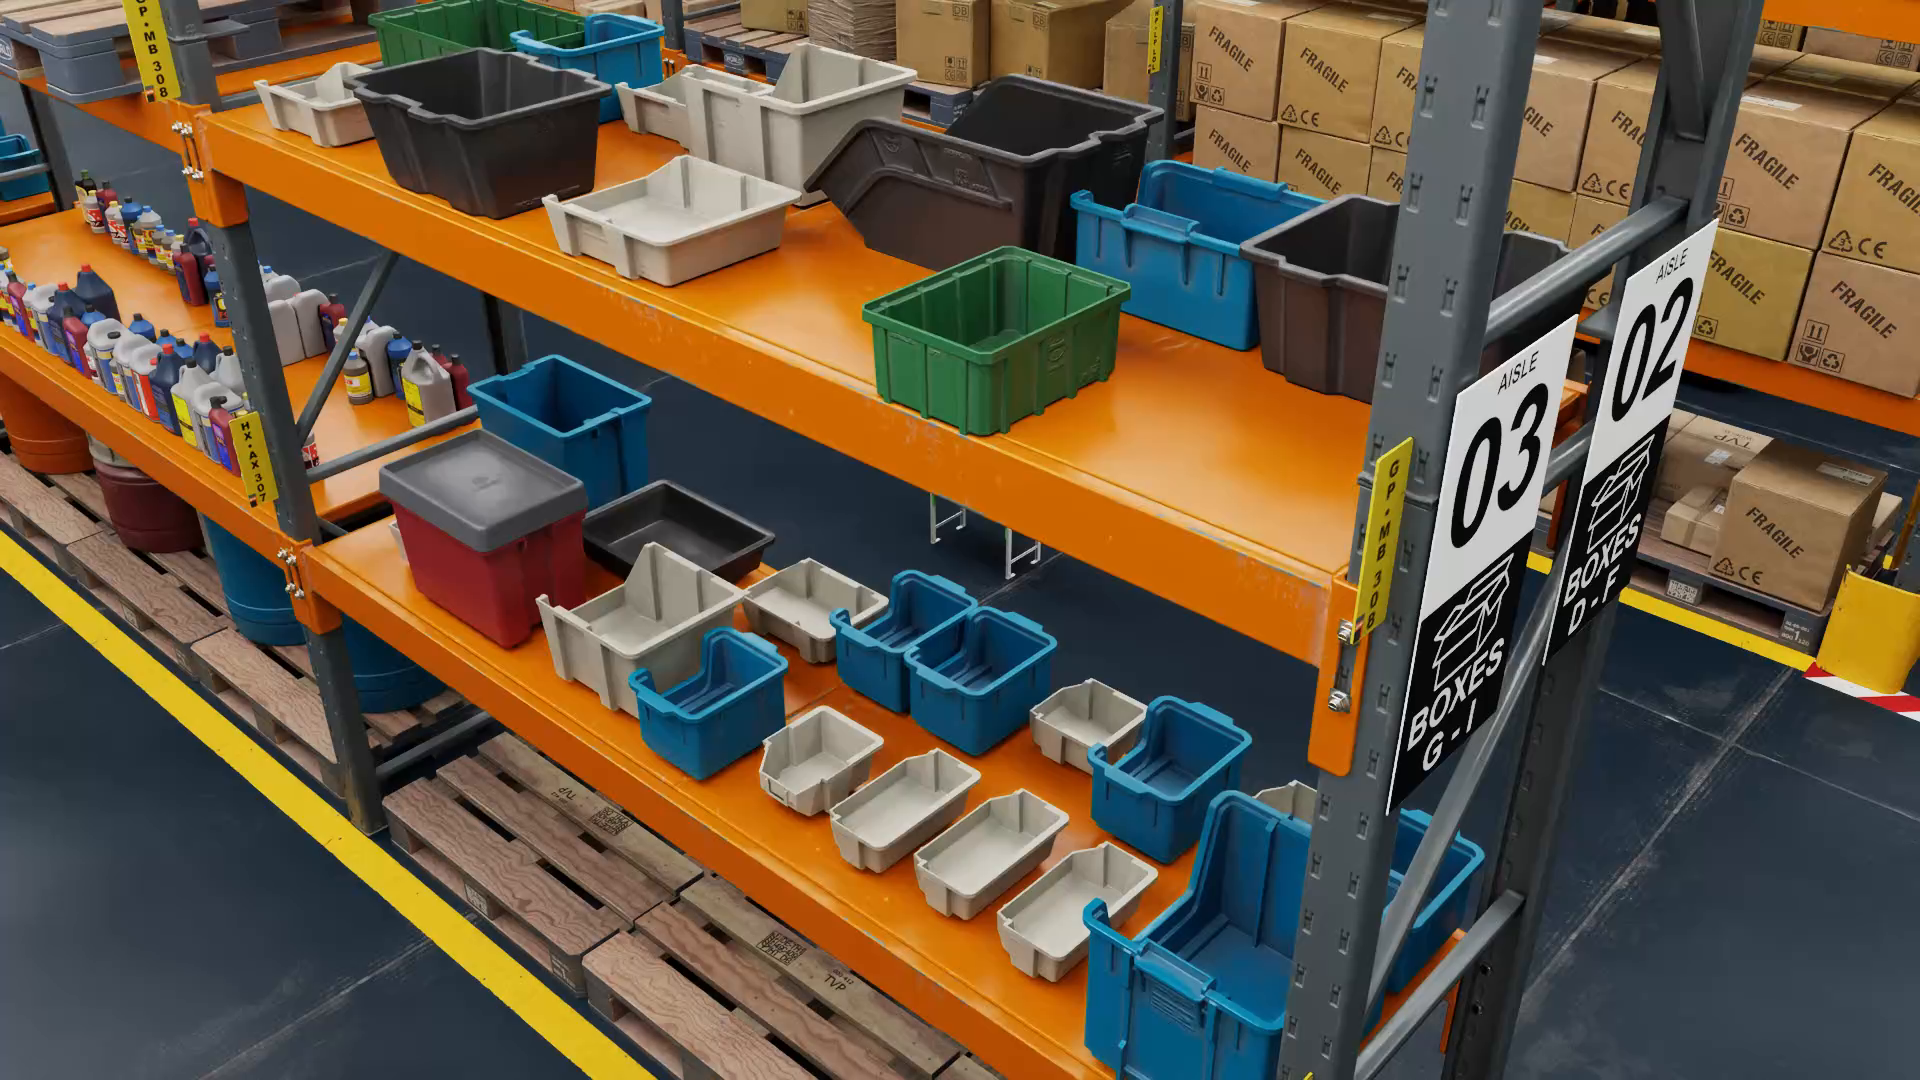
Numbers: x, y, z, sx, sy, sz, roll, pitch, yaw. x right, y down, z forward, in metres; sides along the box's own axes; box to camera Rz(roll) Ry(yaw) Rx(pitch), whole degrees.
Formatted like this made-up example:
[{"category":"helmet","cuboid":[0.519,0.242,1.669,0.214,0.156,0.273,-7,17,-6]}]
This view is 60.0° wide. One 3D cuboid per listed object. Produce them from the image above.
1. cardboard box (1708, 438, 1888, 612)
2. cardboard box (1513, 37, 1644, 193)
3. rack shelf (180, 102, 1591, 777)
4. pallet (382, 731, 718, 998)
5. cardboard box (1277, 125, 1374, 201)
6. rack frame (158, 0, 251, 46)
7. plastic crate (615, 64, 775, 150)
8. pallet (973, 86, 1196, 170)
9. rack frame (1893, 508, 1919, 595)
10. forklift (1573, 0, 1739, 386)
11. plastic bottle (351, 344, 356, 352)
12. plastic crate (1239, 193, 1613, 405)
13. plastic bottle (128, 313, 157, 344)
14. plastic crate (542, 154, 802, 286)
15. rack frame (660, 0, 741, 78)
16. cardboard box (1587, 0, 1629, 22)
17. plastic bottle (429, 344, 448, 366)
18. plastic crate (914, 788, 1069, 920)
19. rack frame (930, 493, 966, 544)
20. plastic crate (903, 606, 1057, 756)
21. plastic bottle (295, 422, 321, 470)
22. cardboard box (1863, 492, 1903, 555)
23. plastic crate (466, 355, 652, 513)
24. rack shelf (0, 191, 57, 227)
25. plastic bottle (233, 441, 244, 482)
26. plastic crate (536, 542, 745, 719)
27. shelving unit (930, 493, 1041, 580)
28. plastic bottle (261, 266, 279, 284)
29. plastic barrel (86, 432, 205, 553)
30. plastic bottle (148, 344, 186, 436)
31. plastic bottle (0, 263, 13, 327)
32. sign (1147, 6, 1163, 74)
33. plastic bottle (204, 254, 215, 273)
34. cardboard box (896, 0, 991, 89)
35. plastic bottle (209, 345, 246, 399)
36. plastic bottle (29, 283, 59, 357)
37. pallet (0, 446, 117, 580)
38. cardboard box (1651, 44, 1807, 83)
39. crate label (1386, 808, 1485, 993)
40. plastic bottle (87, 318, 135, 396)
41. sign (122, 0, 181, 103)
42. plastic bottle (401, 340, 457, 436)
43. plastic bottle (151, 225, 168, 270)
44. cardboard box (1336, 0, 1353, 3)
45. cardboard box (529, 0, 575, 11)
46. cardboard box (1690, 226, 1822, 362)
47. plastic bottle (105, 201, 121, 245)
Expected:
[{"category":"cardboard box","cuboid":[3.755,-0.075,7.464,0.500,0.500,0.500,25,39,35]},{"category":"cardboard box","cuboid":[2.666,-1.914,7.454,0.500,0.500,0.500,26,40,36]},{"category":"rack shelf","cuboid":[-0.486,-0.640,4.194,4.000,0.370,1.077,25,39,35]},{"category":"pallet","cuboid":[-1.397,1.079,6.253,1.213,0.211,1.003,25,39,35]},{"category":"cardboard box","cuboid":[1.935,-1.834,8.292,0.500,0.500,0.500,26,40,36]},{"category":"rack frame","cuboid":[-1.969,-2.925,4.384,0.127,3.000,1.000,25,39,35]},{"category":"plastic crate","cuboid":[-0.770,-1.233,4.737,0.466,0.136,0.293,25,39,35]},{"category":"pallet","cuboid":[0.839,-2.484,9.654,1.213,0.211,1.003,25,39,35]},{"category":"rack frame","cuboid":[4.324,-0.864,6.776,0.127,3.000,1.000,25,39,35]},{"category":"forklift","cuboid":[3.774,-2.795,10.051,3.031,2.935,1.130,26,40,36]},{"category":"plastic bottle","cuboid":[-2.467,-0.787,6.841,0.097,0.201,0.097,0,31,0]},{"category":"plastic crate","cuboid":[0.899,-0.440,3.290,0.590,0.269,0.497,25,39,35]},{"category":"plastic bottle","cuboid":[-3.324,-0.795,6.787,0.097,0.271,0.097,0,31,0]},{"category":"plastic crate","cuboid":[-0.701,-0.763,3.957,0.530,0.136,0.437,25,39,35]},{"category":"rack frame","cuboid":[-1.608,-3.632,11.375,0.127,3.000,1.000,25,39,35]},{"category":"cardboard box","cuboid":[5.071,-4.078,11.825,0.700,0.700,0.980,26,39,36]},{"category":"plastic bottle","cuboid":[-2.053,-0.641,6.520,0.133,0.283,0.061,25,39,35]},{"category":"plastic crate","cuboid":[0.066,0.798,4.214,0.243,0.136,0.396,25,39,35]},{"category":"rack frame","cuboid":[-0.058,-0.541,7.986,0.015,1.200,0.240,25,39,35]},{"category":"plastic crate","cuboid":[0.059,0.408,4.768,0.300,0.233,0.416,25,39,35]},{"category":"plastic bottle","cuboid":[-2.408,-0.337,6.094,0.097,0.201,0.097,0,31,0]},{"category":"cardboard box","cuboid":[4.244,-0.107,7.857,0.250,0.149,0.380,25,39,35]},{"category":"plastic crate","cuboid":[-1.394,-0.343,5.869,0.575,0.384,0.392,25,39,35]},{"category":"rack shelf","cuboid":[-6.417,-2.123,9.567,4.000,0.370,1.077,25,39,35]},{"category":"plastic bottle","cuboid":[-2.582,-0.313,6.053,0.097,0.201,0.097,0,31,0]},{"category":"plastic crate","cuboid":[-0.960,0.269,4.952,0.530,0.282,0.437,25,39,35]},{"category":"shelving unit","cuboid":[0.123,-0.457,7.845,0.503,1.200,0.258,25,39,35]},{"category":"plastic bottle","cuboid":[-2.982,-1.057,7.223,0.097,0.271,0.097,0,31,0]},{"category":"plastic barrel","cuboid":[-3.723,-0.333,7.825,0.708,0.588,0.600,25,39,35]},{"category":"plastic bottle","cuboid":[-3.007,-0.591,6.371,0.185,0.351,0.144,25,39,35]},{"category":"plastic bottle","cuboid":[-4.150,-1.074,7.251,0.097,0.271,0.097,0,31,0]},{"category":"sign","cuboid":[0.988,-2.531,8.423,0.005,0.325,0.100,25,39,35]},{"category":"plastic bottle","cuboid":[-3.306,-1.184,7.421,0.133,0.283,0.061,25,39,35]},{"category":"cardboard box","cuboid":[0.007,-3.059,9.918,0.500,0.500,0.700,15,34,23]},{"category":"plastic bottle","cuboid":[-2.773,-0.582,6.356,0.185,0.351,0.144,25,39,35]},{"category":"plastic bottle","cuboid":[-3.802,-0.933,7.012,0.135,0.276,0.152,25,39,35]},{"category":"pallet","cuboid":[-4.322,-0.288,8.524,1.213,0.211,1.003,25,39,35]},{"category":"cardboard box","cuboid":[3.411,-1.942,7.502,0.500,0.500,0.500,26,39,36]},{"category":"crate label","cuboid":[1.035,0.864,4.011,0.303,0.233,0.416,25,39,35]},{"category":"plastic bottle","cuboid":[-3.394,-0.743,6.696,0.135,0.276,0.152,25,39,35]},{"category":"sign","cuboid":[-2.339,-1.434,4.807,0.005,0.325,0.100,25,39,35]},{"category":"plastic bottle","cuboid":[-2.042,-0.594,6.376,0.185,0.351,0.144,25,39,35]},{"category":"plastic bottle","cuboid":[-3.743,-1.382,7.830,0.097,0.201,0.097,0,31,0]},{"category":"cardboard box","cuboid":[1.907,-2.643,8.666,0.500,0.500,0.500,25,39,35]},{"category":"cardboard box","cuboid":[-2.863,-4.250,12.304,0.500,0.500,0.500,23,38,33]},{"category":"cardboard box","cuboid":[3.422,-1.136,7.131,0.500,0.500,0.500,25,39,35]},{"category":"plastic bottle","cuboid":[-4.104,-1.551,8.110,0.097,0.201,0.097,0,31,0]}]
